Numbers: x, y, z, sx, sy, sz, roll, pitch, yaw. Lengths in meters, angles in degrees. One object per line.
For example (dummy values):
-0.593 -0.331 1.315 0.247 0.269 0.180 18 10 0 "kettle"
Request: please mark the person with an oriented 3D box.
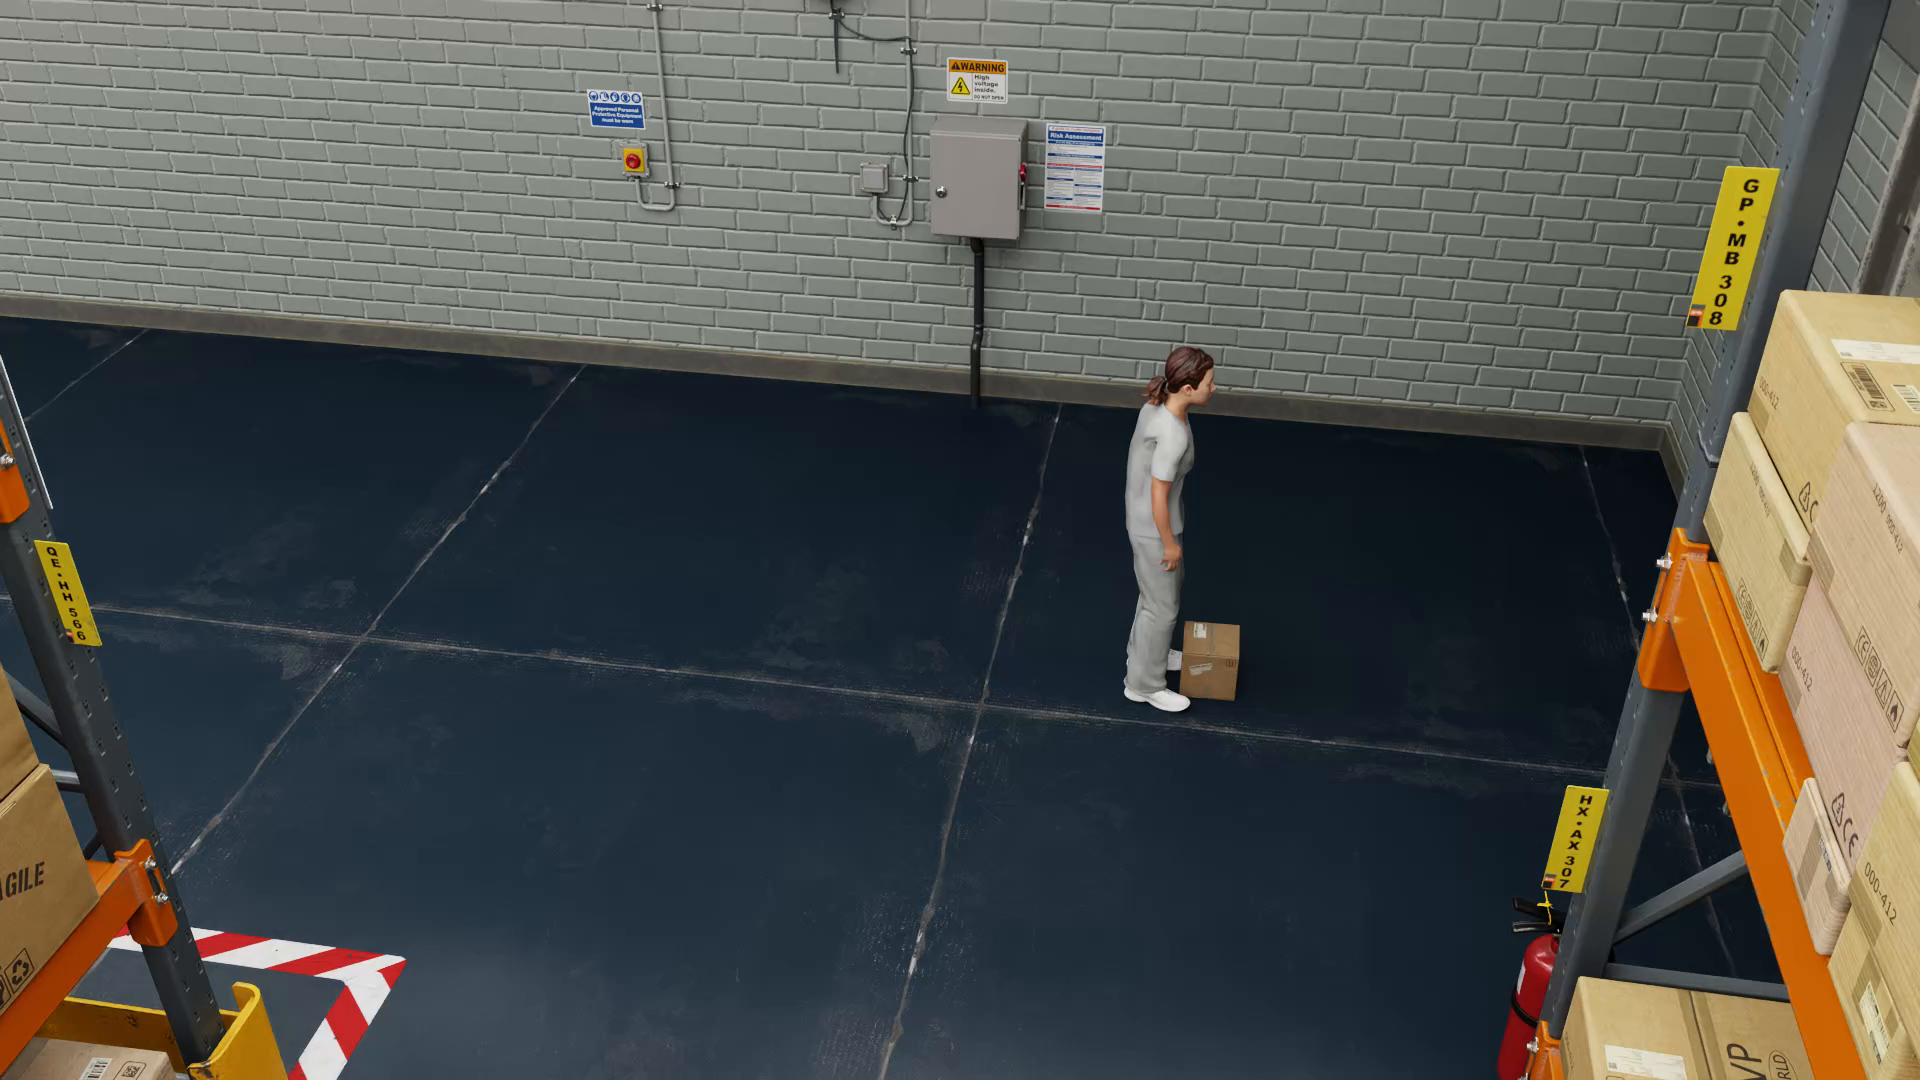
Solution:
0.894 -0.058 7.251 0.364 1.651 0.512 3 33 5 "person"
